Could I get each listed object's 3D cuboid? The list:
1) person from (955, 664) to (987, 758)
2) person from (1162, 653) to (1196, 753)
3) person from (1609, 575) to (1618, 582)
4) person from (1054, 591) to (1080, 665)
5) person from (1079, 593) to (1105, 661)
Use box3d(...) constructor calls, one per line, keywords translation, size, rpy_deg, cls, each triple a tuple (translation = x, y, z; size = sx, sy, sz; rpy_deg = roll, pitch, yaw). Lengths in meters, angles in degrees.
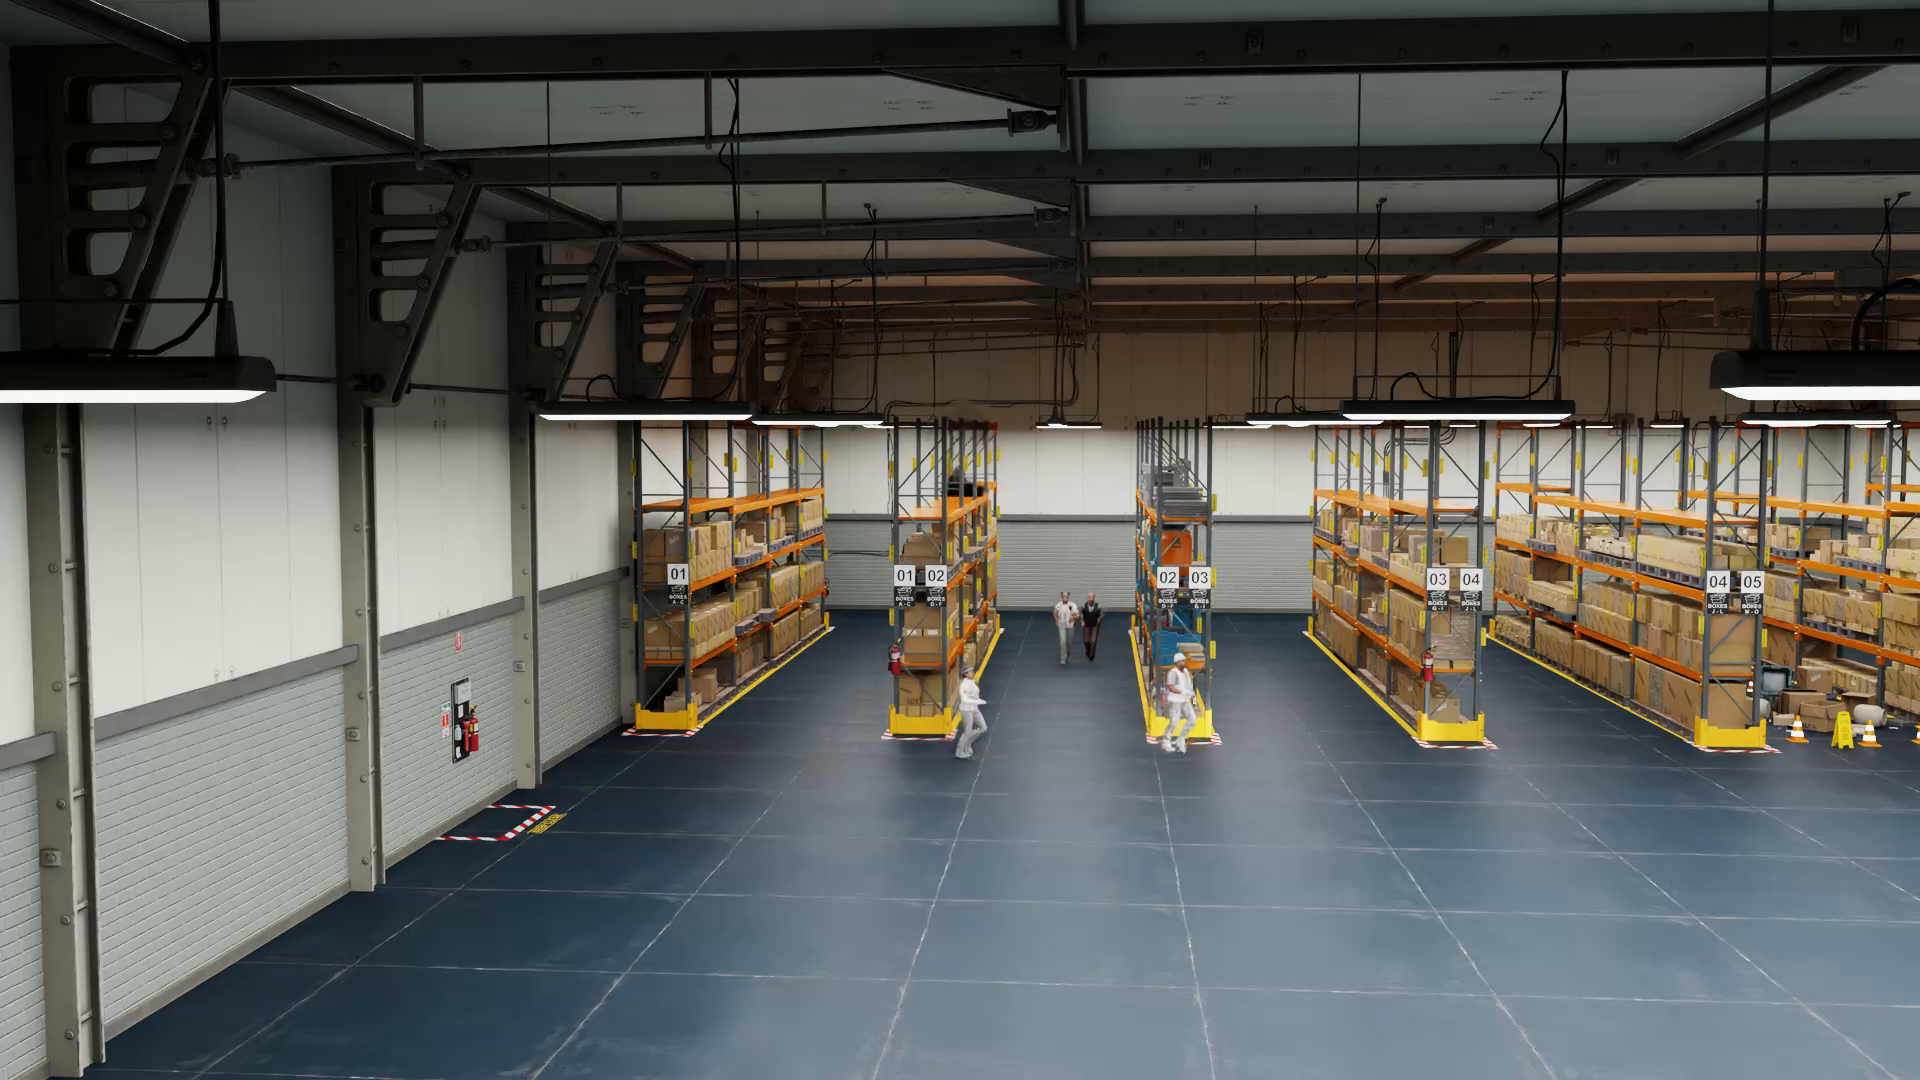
box3d(translation=(0.199, 2.983, 29.072), size=(0.597, 1.659, 0.579), rpy_deg=(2, 4, 27), cls="person")
box3d(translation=(3.948, 2.907, 29.622), size=(0.699, 1.794, 0.690), rpy_deg=(-4, 5, -44), cls="person")
box3d(translation=(18.489, 1.793, 47.170), size=(0.955, 1.667, 0.577), rpy_deg=(0, 4, -7), cls="person")
box3d(translation=(2.623, 2.140, 41.084), size=(0.635, 1.796, 0.861), rpy_deg=(0, 4, 6), cls="person")
box3d(translation=(3.283, 2.170, 41.598), size=(0.683, 1.680, 0.590), rpy_deg=(1, 4, 9), cls="person")
